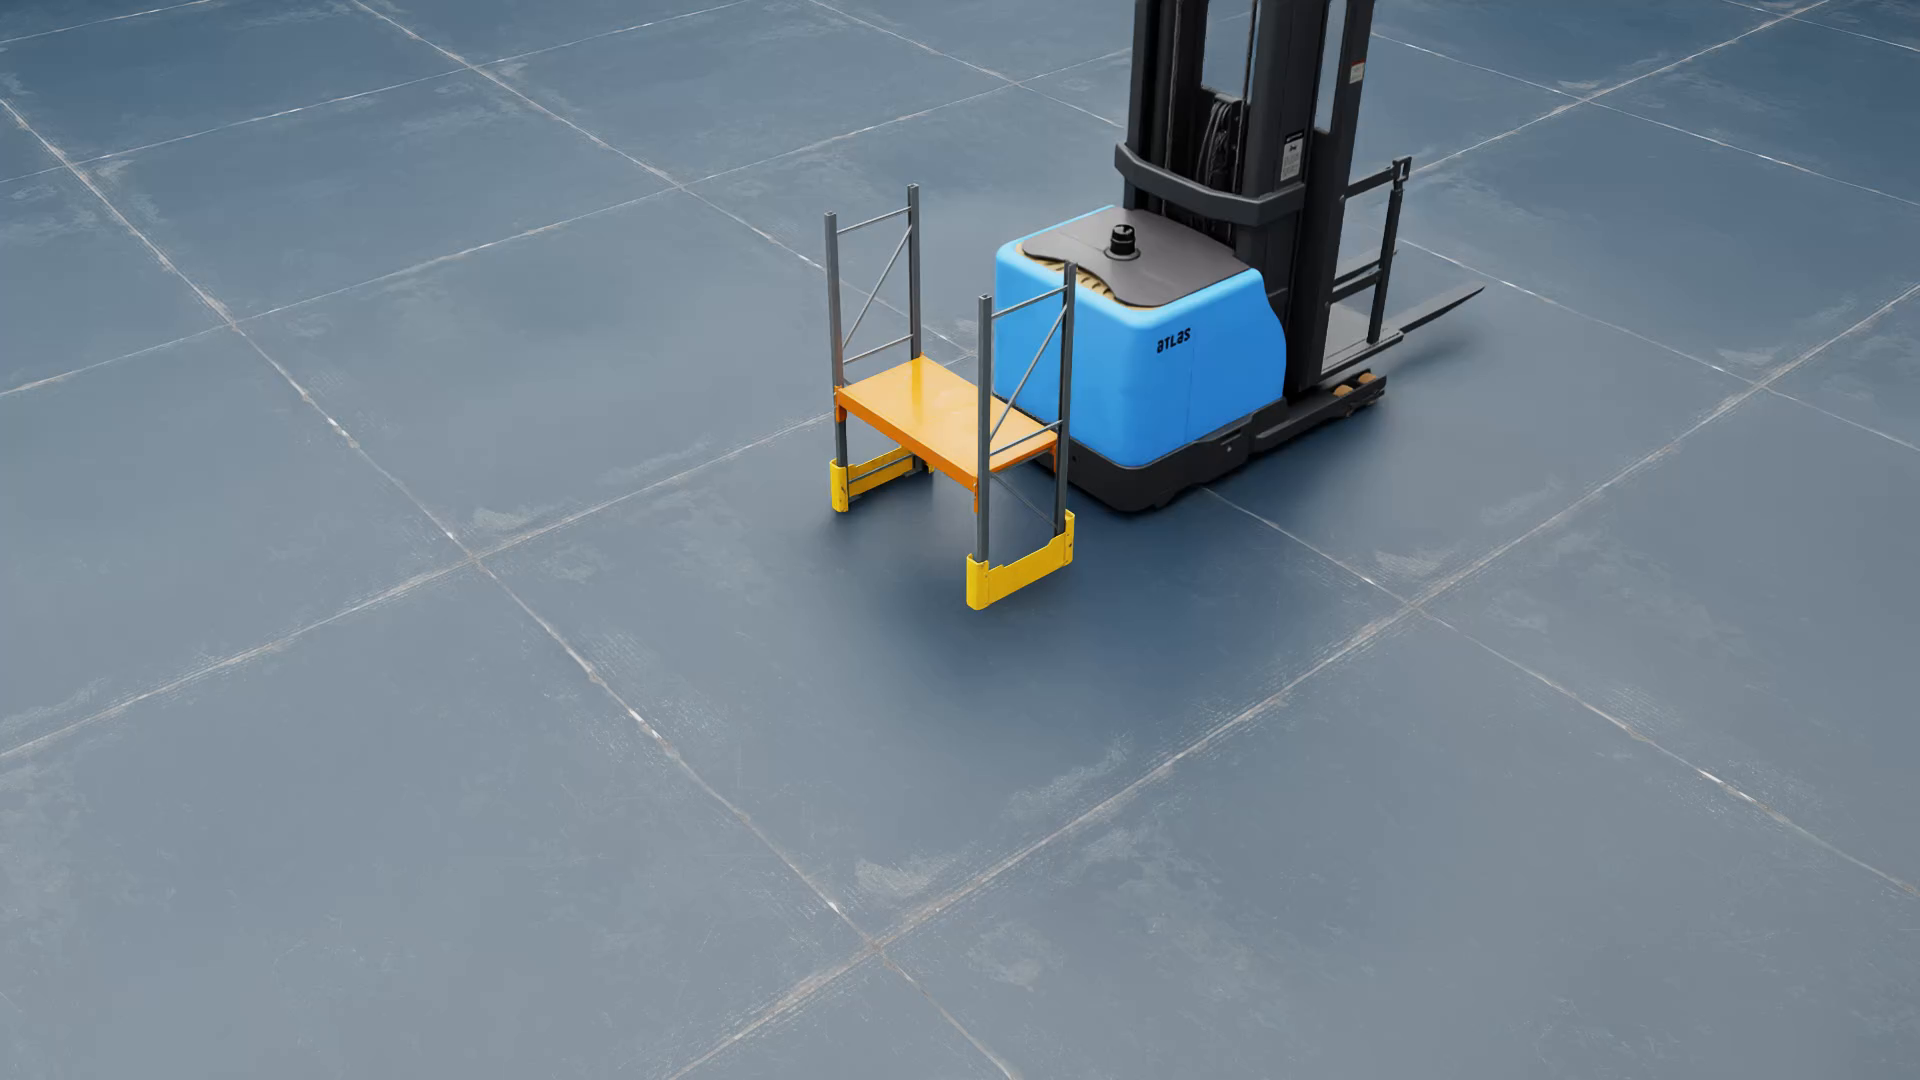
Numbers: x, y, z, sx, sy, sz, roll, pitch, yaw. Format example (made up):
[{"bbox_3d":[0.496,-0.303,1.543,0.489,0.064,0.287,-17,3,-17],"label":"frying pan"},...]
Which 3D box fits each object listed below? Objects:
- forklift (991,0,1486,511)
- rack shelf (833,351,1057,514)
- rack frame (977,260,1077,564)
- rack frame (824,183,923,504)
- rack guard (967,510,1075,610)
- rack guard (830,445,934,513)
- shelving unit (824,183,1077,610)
[{"bbox_3d":[1.606,-2.042,8.097,3.031,2.935,1.130,-26,43,-32],"label":"forklift"},{"bbox_3d":[-0.055,-0.503,7.474,0.538,0.185,1.000,-26,43,-32],"label":"rack shelf"},{"bbox_3d":[0.273,-0.425,7.053,0.500,1.500,0.032,-26,43,-32],"label":"rack frame"},{"bbox_3d":[-0.383,-0.874,7.687,0.500,1.500,0.032,-26,43,-32],"label":"rack frame"},{"bbox_3d":[0.272,0.084,7.415,0.587,0.250,0.087,-26,43,-32],"label":"rack guard"},{"bbox_3d":[-0.371,-0.356,8.036,0.587,0.250,0.087,-26,43,-32],"label":"rack guard"},{"bbox_3d":[-0.049,-0.646,7.364,0.587,1.500,1.083,-26,43,-32],"label":"shelving unit"}]
